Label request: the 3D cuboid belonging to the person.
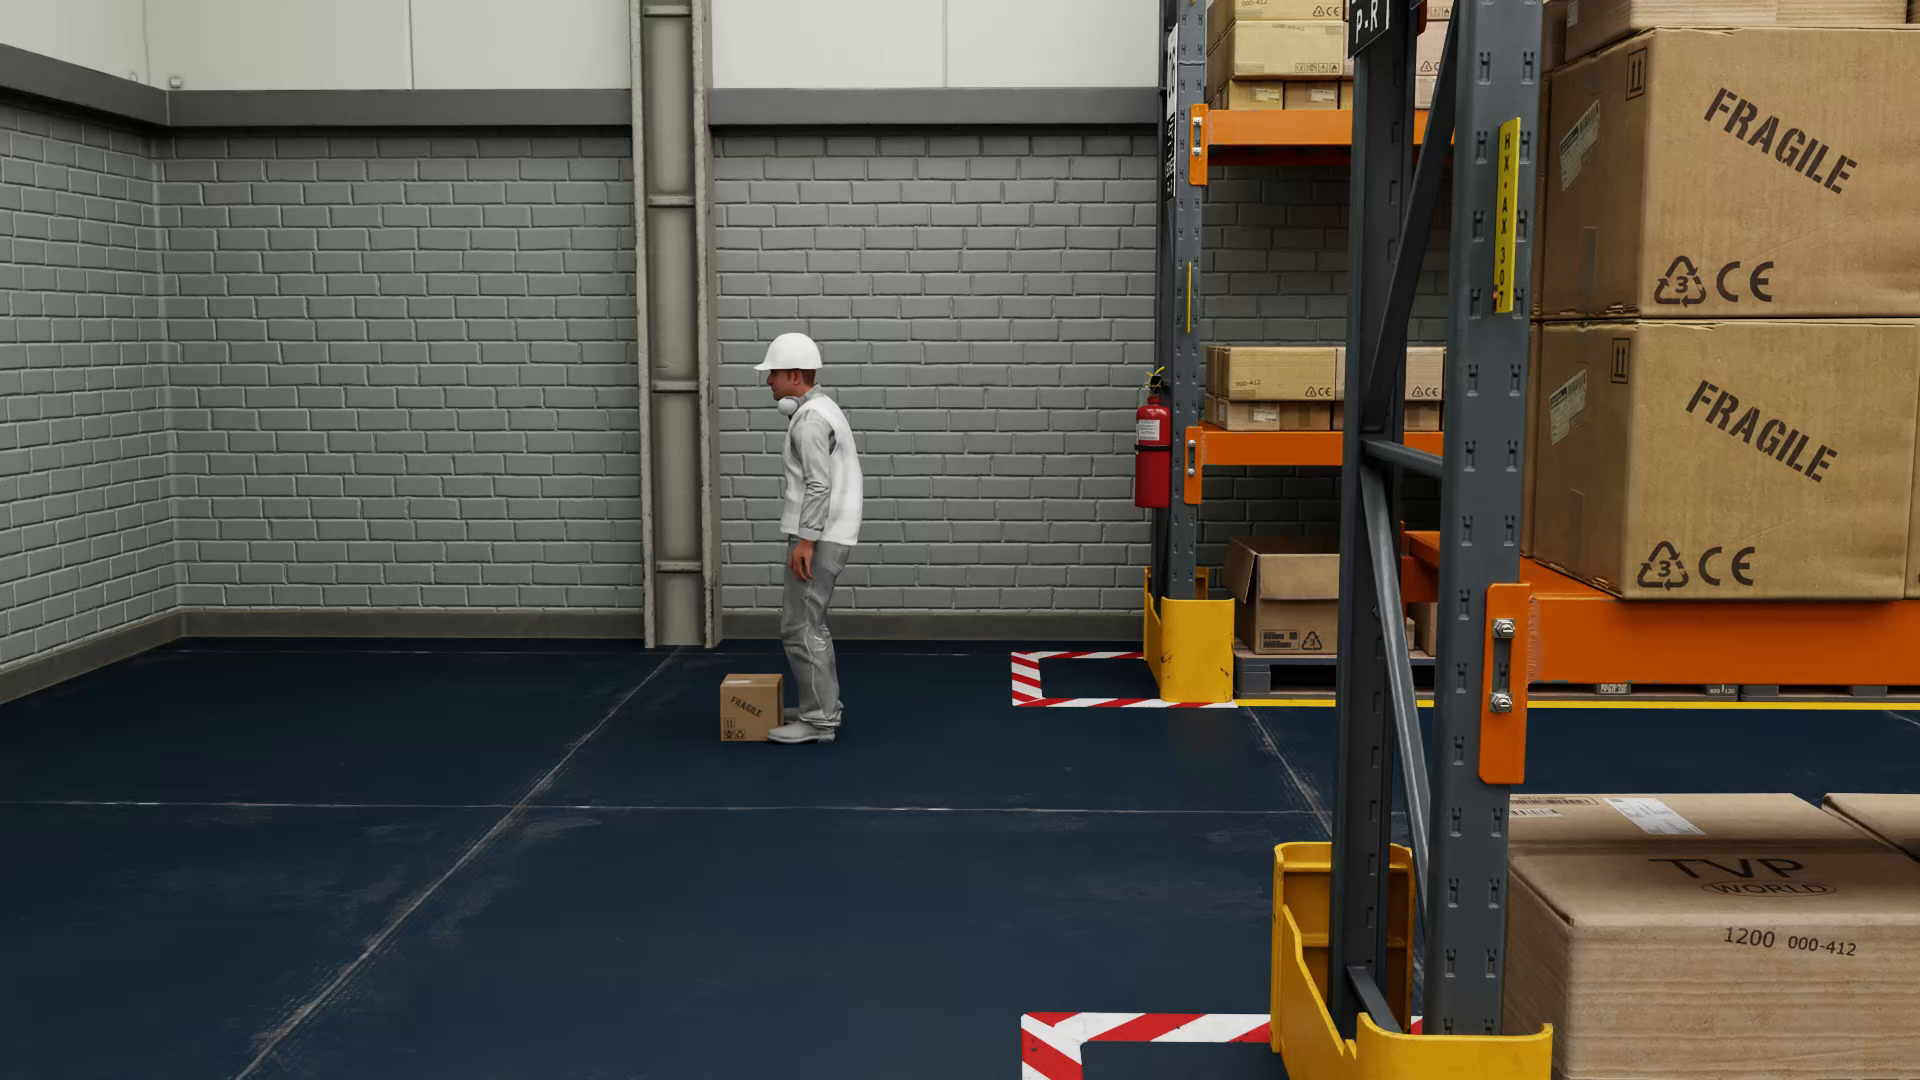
[{"bbox_3d":[-0.656,-0.013,7.270,0.465,1.769,0.580,0,7,-2],"label":"person"}]
